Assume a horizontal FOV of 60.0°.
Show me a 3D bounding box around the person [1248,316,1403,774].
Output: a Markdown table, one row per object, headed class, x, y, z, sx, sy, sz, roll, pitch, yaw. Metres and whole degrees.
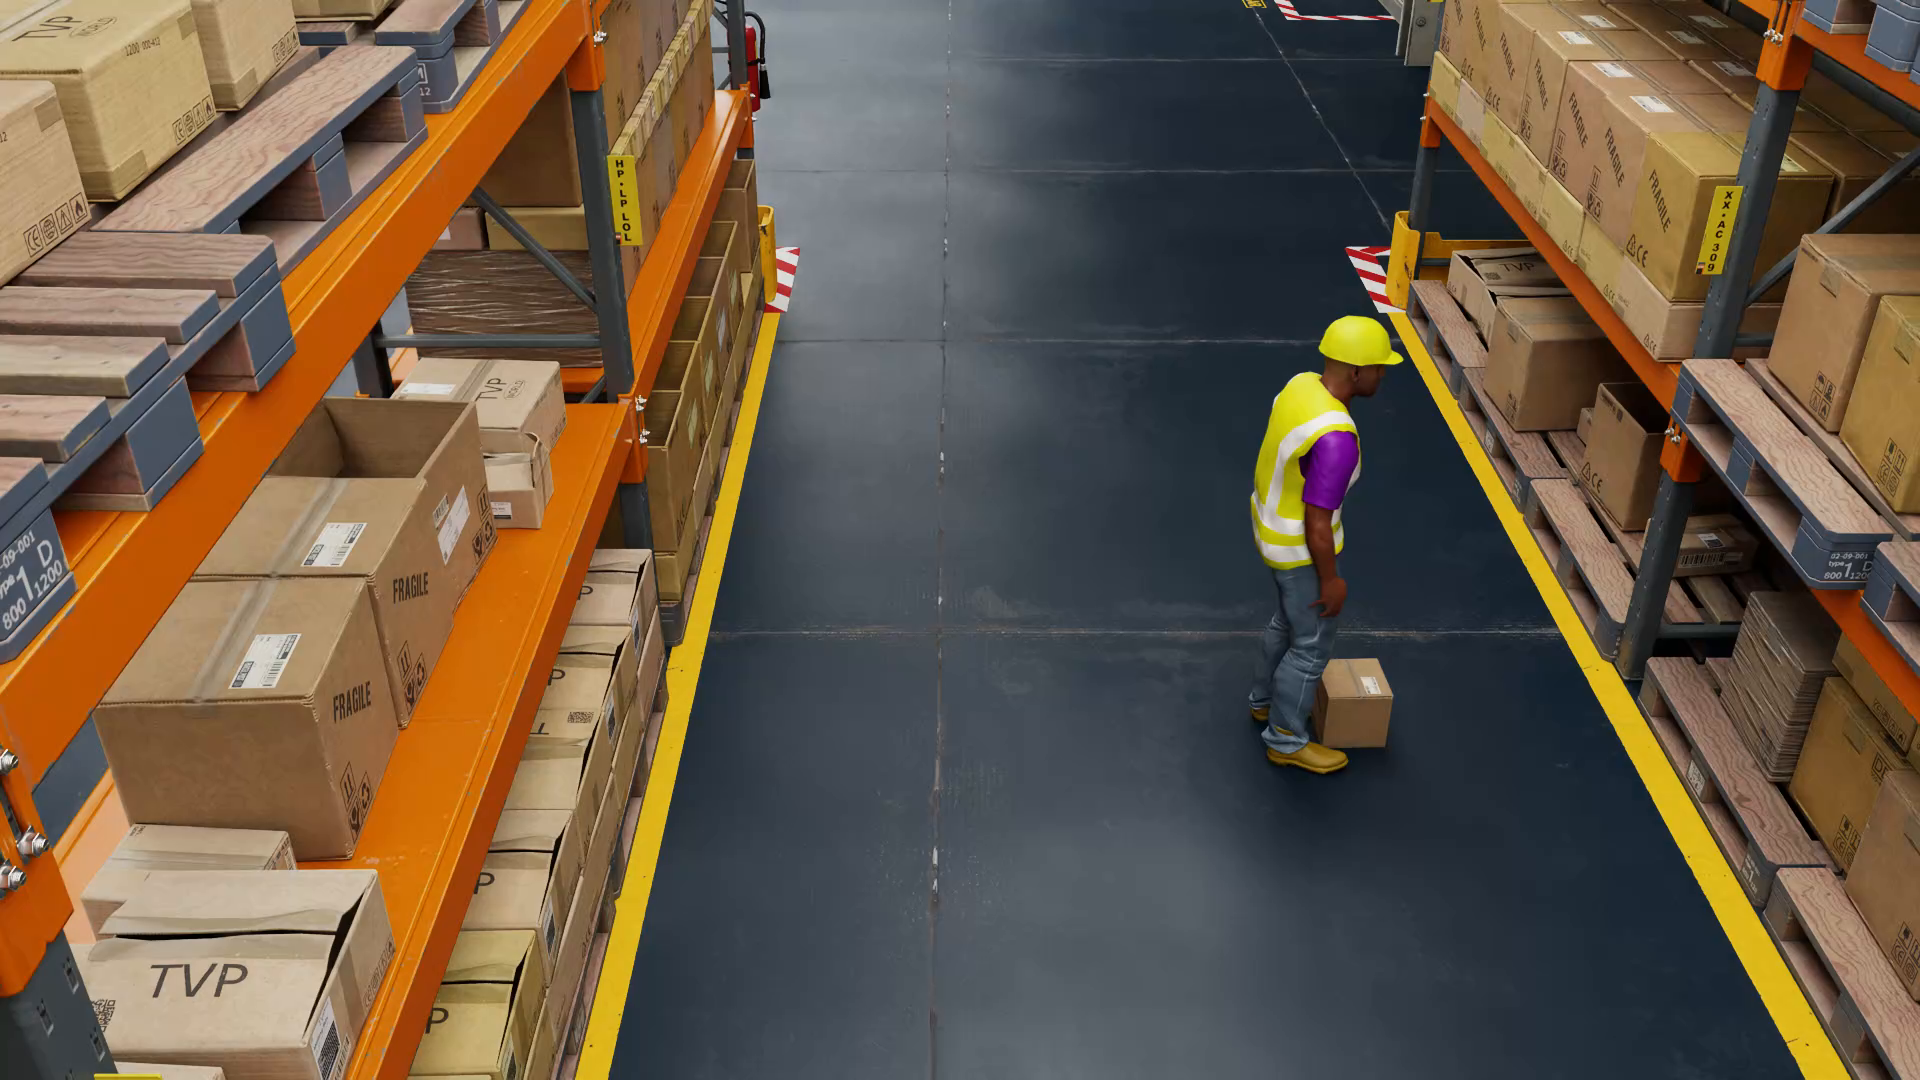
| class | x | y | z | sx | sy | sz | roll | pitch | yaw |
| --- | --- | --- | --- | --- | --- | --- | --- | --- | --- |
| person | 1.299 | 0.006 | 6.107 | 0.459 | 1.760 | 0.628 | 0 | 31 | 0 |
